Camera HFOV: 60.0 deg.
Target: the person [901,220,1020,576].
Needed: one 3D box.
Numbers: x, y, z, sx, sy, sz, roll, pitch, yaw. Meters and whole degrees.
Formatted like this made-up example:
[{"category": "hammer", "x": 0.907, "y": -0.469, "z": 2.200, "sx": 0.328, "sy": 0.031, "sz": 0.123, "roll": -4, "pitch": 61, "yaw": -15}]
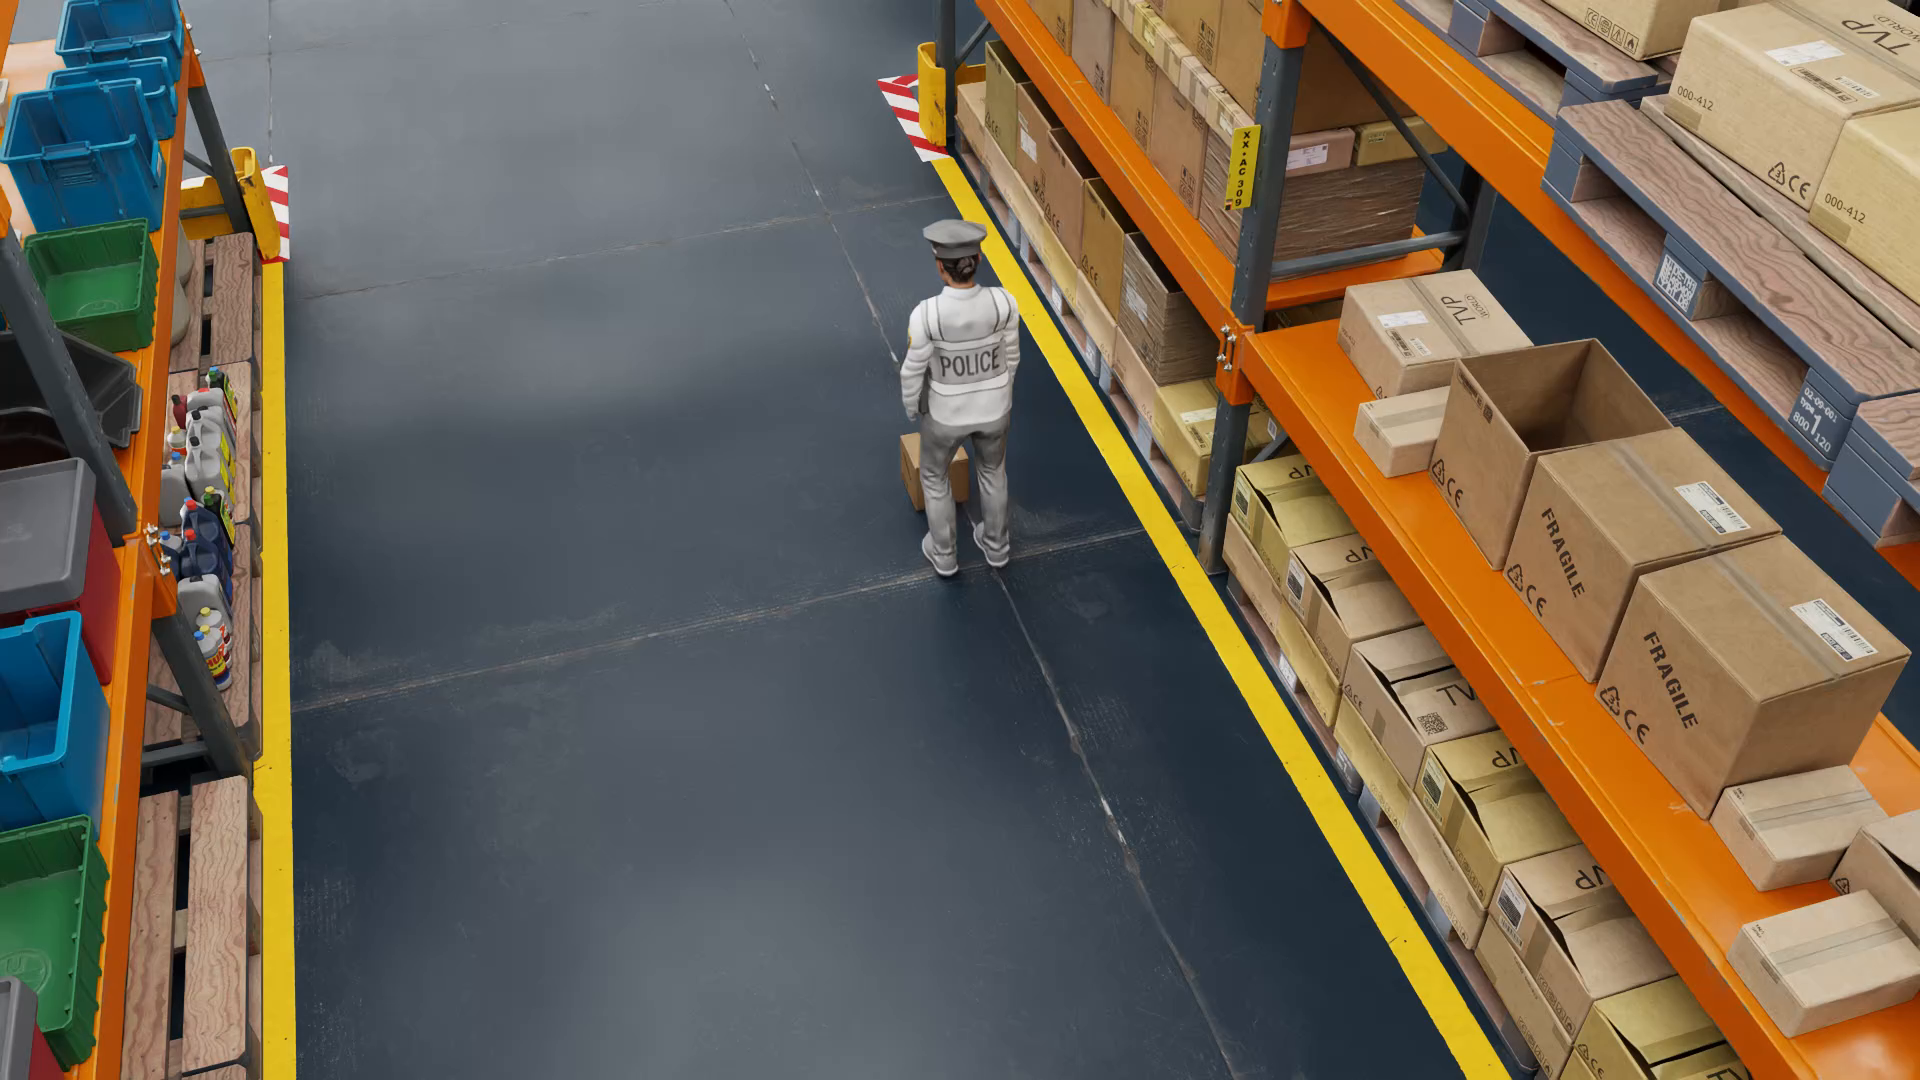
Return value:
[{"category": "person", "x": -0.002, "y": -0.539, "z": 6.766, "sx": 0.485, "sy": 1.650, "sz": 0.381, "roll": -10, "pitch": 43, "yaw": -11}]
